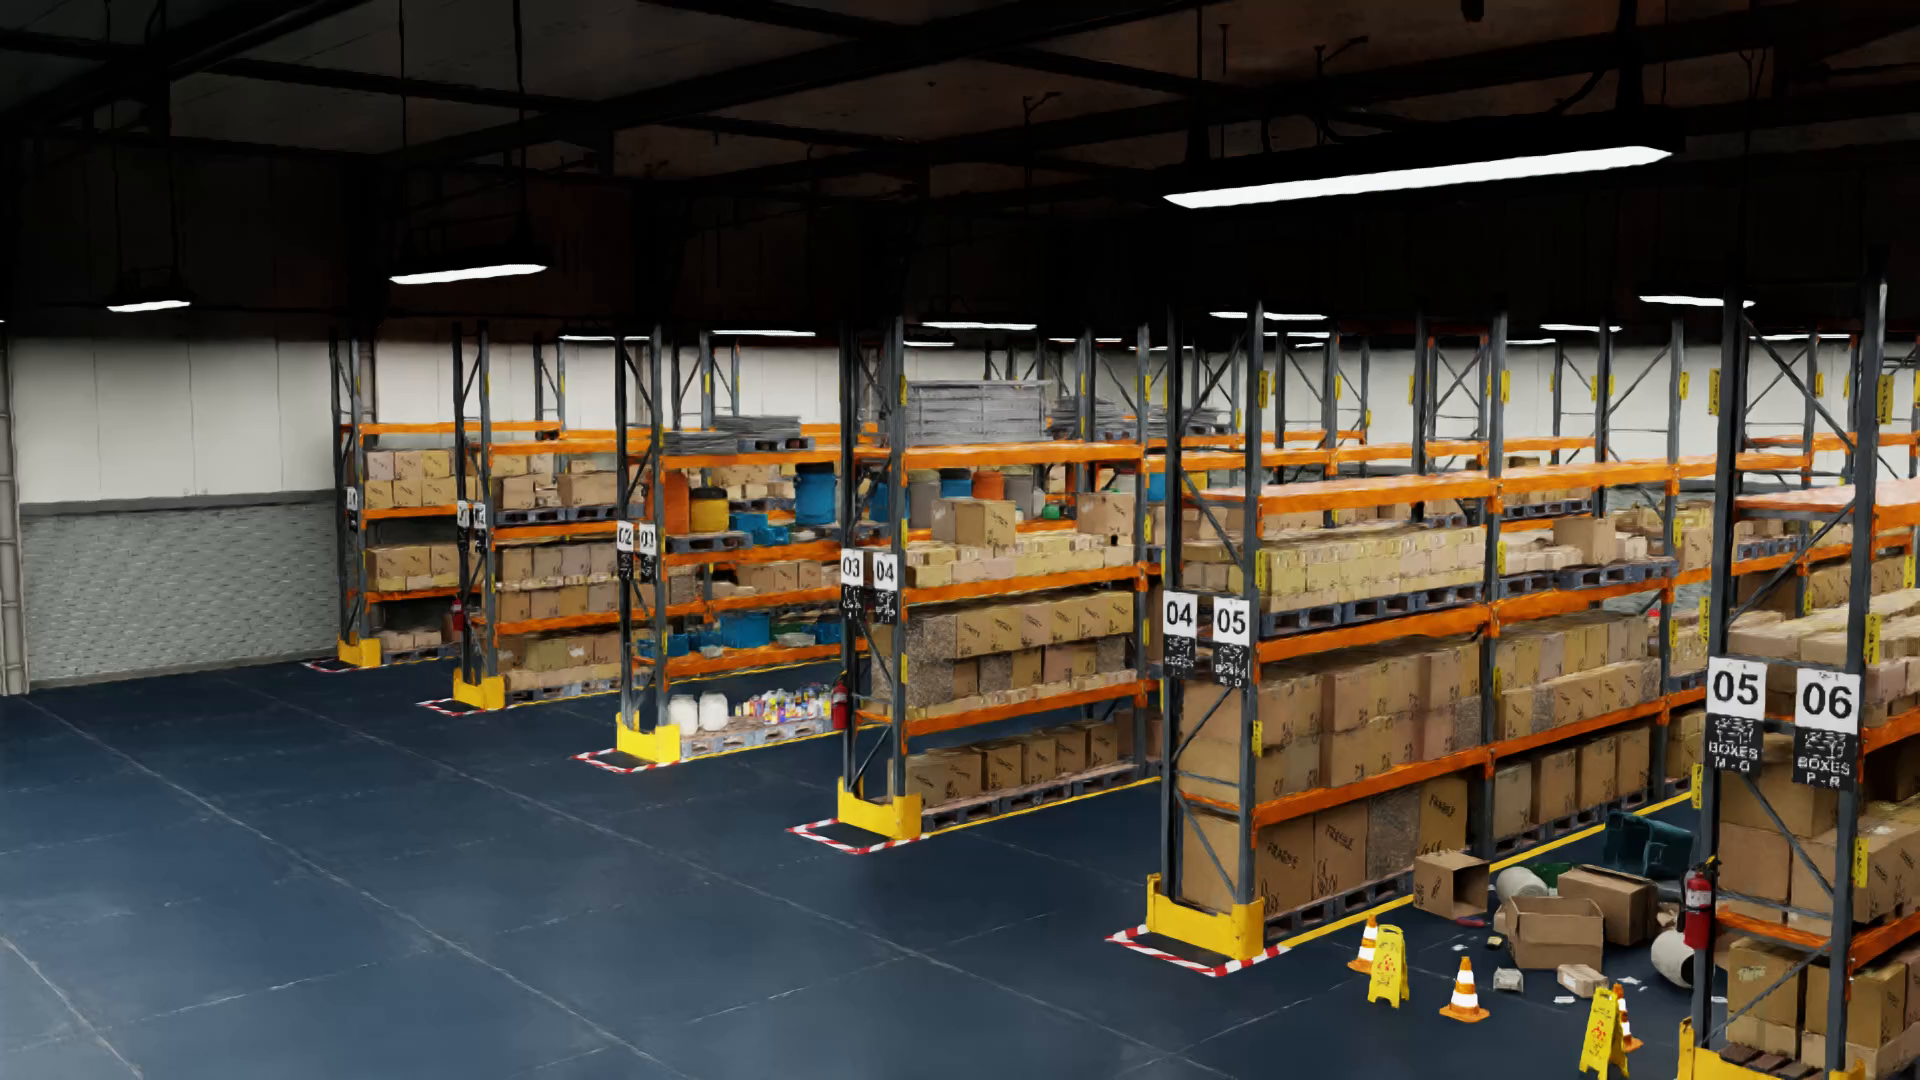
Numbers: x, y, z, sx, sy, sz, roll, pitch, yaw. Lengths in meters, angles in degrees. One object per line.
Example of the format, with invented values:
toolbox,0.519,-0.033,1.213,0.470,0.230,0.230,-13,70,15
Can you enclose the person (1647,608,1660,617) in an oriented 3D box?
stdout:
person,10.309,1.868,24.692,0.546,1.741,0.678,-5,8,-44
